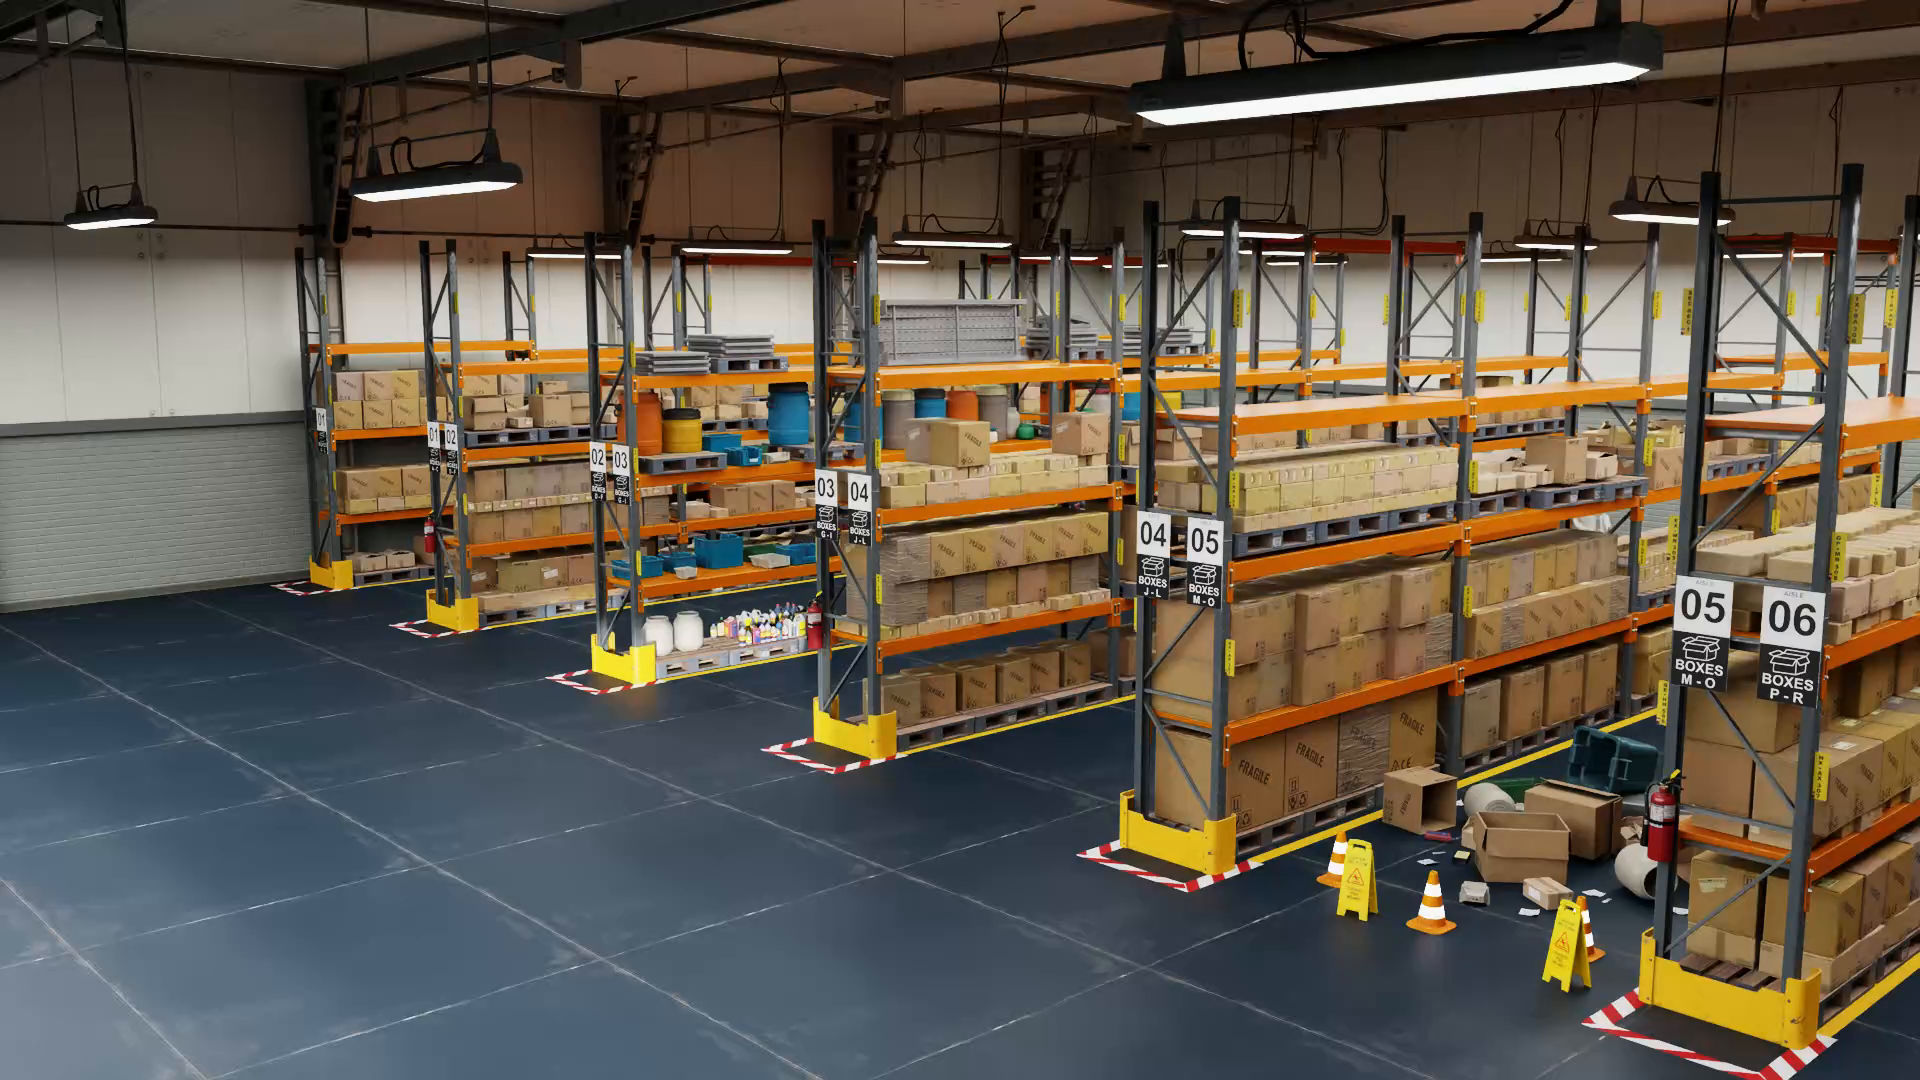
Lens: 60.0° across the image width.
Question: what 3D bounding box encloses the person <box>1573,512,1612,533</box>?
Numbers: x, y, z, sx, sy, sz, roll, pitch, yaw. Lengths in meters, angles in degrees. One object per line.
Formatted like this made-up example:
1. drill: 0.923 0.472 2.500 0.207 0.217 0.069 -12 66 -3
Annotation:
1. person: 11.476 -0.086 30.229 0.758 1.737 0.621 -3 9 -20

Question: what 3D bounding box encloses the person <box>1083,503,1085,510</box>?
1. person: 1.907 0.305 25.378 0.683 1.837 0.739 6 10 35
